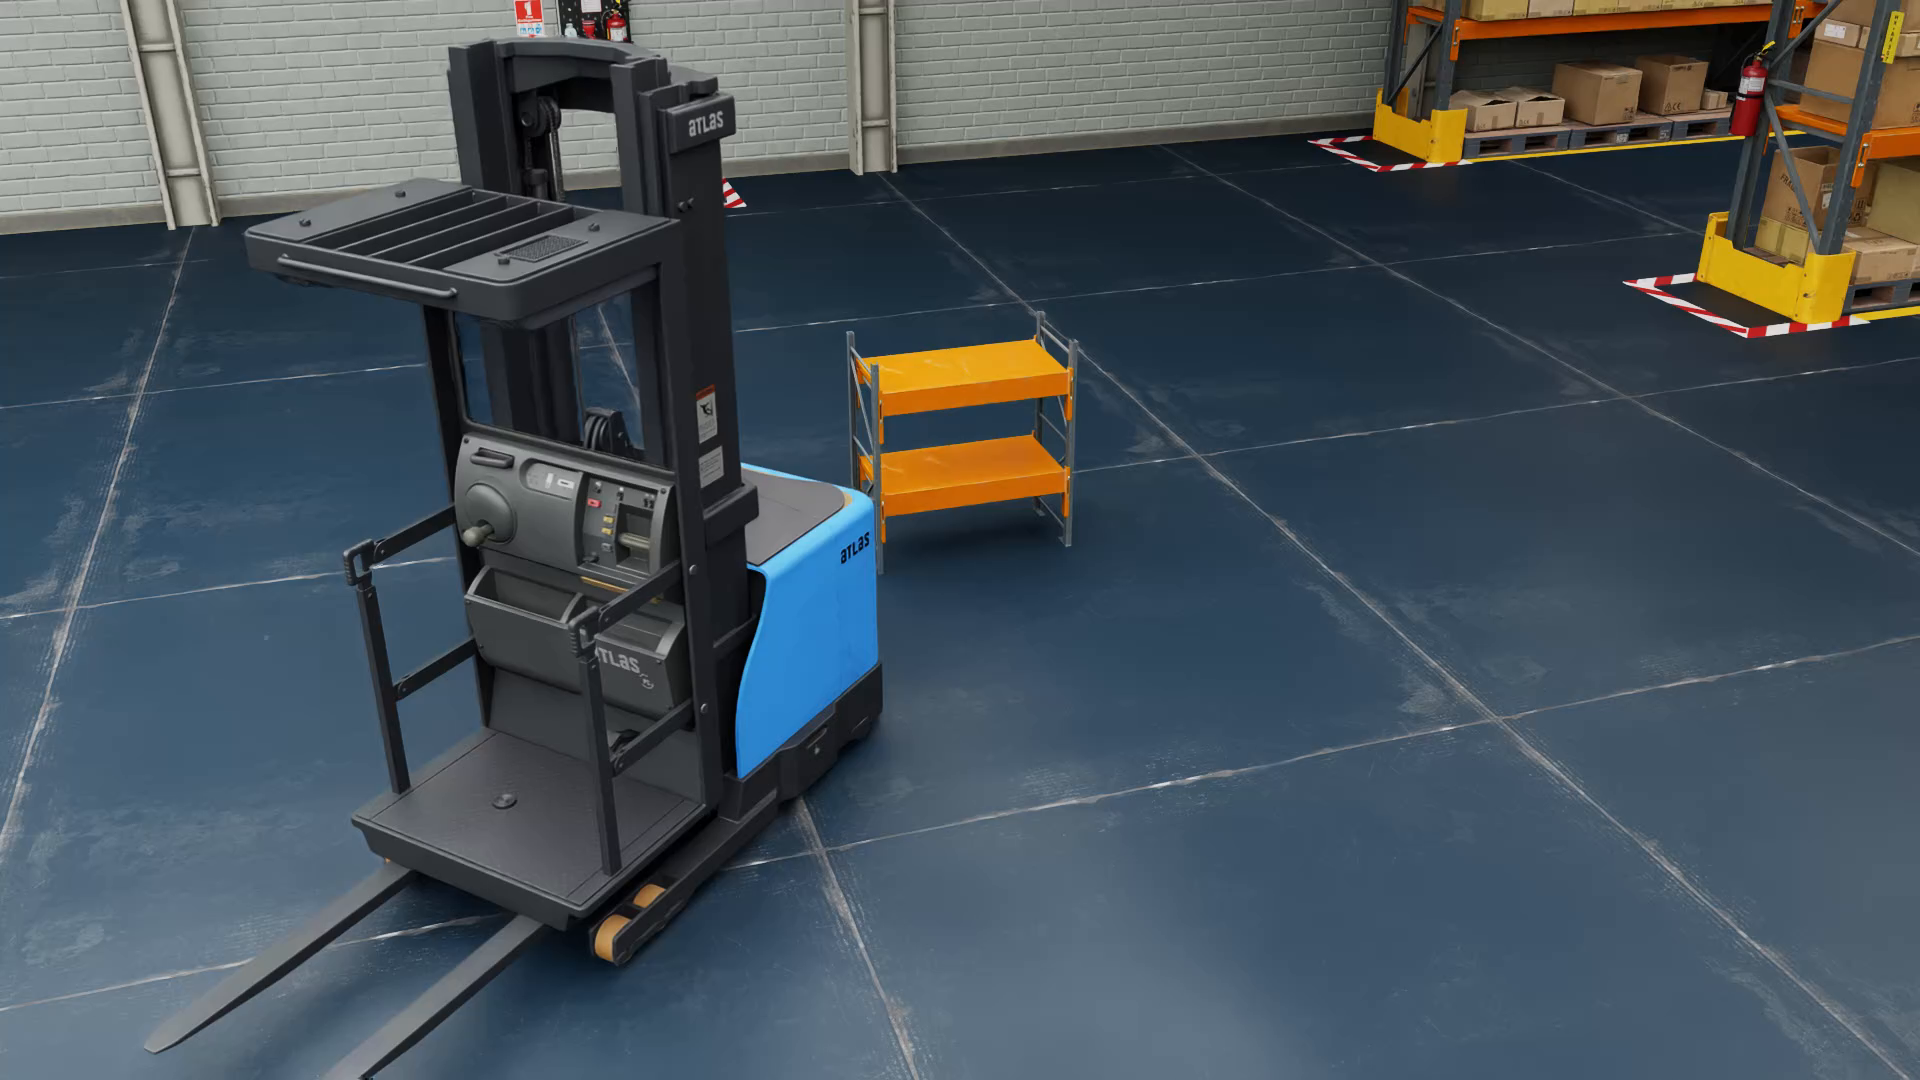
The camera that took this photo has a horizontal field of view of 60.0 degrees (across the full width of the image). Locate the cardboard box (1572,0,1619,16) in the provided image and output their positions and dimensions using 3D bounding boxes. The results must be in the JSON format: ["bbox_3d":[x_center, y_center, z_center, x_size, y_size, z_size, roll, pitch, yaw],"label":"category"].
[{"bbox_3d":[6.018,-5.260,16.119,0.500,0.250,0.500,-9,28,-17],"label":"cardboard box"}]

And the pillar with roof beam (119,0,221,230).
[{"bbox_3d":[-5.199,-4.917,8.534,0.400,9.000,9.100,-8,28,-16],"label":"pillar with roof beam"}]

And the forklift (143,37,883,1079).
[{"bbox_3d":[-1.487,-0.071,5.597,1.130,2.935,3.031,14,30,26],"label":"forklift"}]

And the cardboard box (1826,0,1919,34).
[{"bbox_3d":[6.516,-3.838,11.537,0.500,0.500,0.700,-8,28,-16],"label":"cardboard box"}]

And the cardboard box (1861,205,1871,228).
[{"bbox_3d":[6.908,-2.376,12.782,0.500,0.250,0.500,-8,28,-16],"label":"cardboard box"}]

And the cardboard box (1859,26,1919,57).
[{"bbox_3d":[6.458,-3.445,11.474,0.250,0.149,0.380,-8,28,-16],"label":"cardboard box"}]

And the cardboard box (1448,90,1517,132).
[{"bbox_3d":[5.166,-4.290,16.548,0.500,0.311,0.500,-12,29,-22],"label":"cardboard box"}]

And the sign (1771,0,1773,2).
[{"bbox_3d":[5.863,-4.002,11.870,0.005,0.325,0.100,-8,28,-16],"label":"sign"}]

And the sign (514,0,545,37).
[{"bbox_3d":[-3.746,-4.536,14.473,0.234,0.329,0.001,-8,28,-16],"label":"sign"}]

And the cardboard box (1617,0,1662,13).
[{"bbox_3d":[6.500,-5.329,16.257,0.500,0.250,0.500,-8,28,-16],"label":"cardboard box"}]

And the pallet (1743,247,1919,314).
[{"bbox_3d":[6.732,-2.021,12.582,1.213,0.211,1.003,-8,28,-16],"label":"pallet"}]

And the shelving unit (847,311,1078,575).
[{"bbox_3d":[0.006,-0.505,8.502,1.048,1.125,0.538,-8,28,-16],"label":"shelving unit"}]

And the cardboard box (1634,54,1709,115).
[{"bbox_3d":[7.309,-4.709,17.178,0.500,0.500,0.500,-10,28,-20],"label":"cardboard box"}]

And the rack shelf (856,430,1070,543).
[{"bbox_3d":[0.006,-0.286,8.610,1.000,0.278,0.538,-8,28,-16],"label":"rack shelf"}]

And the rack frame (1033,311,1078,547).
[{"bbox_3d":[0.490,-0.575,8.643,0.032,1.125,0.500,-8,28,-16],"label":"rack frame"}]

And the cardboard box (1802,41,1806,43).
[{"bbox_3d":[9.454,-5.069,17.904,0.500,0.500,0.700,-9,28,-17],"label":"cardboard box"}]

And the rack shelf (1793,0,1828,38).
[{"bbox_3d":[10.186,-5.744,17.757,4.000,0.370,1.077,-8,28,-16],"label":"rack shelf"}]

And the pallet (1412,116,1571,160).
[{"bbox_3d":[5.336,-4.099,16.769,1.213,0.211,1.003,-8,28,-16],"label":"pallet"}]

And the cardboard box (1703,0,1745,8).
[{"bbox_3d":[7.451,-5.474,16.550,0.500,0.250,0.500,-8,28,-16],"label":"cardboard box"}]

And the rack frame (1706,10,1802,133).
[{"bbox_3d":[8.284,-5.791,17.042,0.127,3.000,1.000,-8,28,-16],"label":"rack frame"}]

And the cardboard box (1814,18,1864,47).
[{"bbox_3d":[6.322,-3.615,11.816,0.250,0.149,0.380,-9,28,-17],"label":"cardboard box"}]

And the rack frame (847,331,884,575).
[{"bbox_3d":[-0.477,-0.435,8.361,0.032,1.125,0.500,-8,28,-16],"label":"rack frame"}]

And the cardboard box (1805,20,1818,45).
[{"bbox_3d":[9.396,-5.375,17.677,0.500,0.250,0.500,-9,28,-17],"label":"cardboard box"}]

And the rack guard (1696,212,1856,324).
[{"bbox_3d":[5.995,-2.024,12.264,0.348,0.500,1.175,-8,28,-16],"label":"rack guard"}]

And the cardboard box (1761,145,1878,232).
[{"bbox_3d":[6.436,-2.639,12.468,0.500,0.500,0.500,-8,28,-16],"label":"cardboard box"}]

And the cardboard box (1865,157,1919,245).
[{"bbox_3d":[7.072,-2.488,12.165,0.500,0.500,0.500,-8,28,-16],"label":"cardboard box"}]

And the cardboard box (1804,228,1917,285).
[{"bbox_3d":[6.597,-2.083,12.192,0.500,0.250,0.500,-8,28,-16],"label":"cardboard box"}]

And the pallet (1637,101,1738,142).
[{"bbox_3d":[7.656,-4.435,17.446,1.213,0.211,1.003,-8,28,-16],"label":"pallet"}]

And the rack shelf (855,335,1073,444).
[{"bbox_3d":[0.006,-0.767,8.372,1.000,0.278,0.538,-8,28,-16],"label":"rack shelf"}]

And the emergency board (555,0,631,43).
[{"bbox_3d":[-3.188,-4.552,14.546,0.643,1.169,0.194,-8,28,-16],"label":"emergency board"}]

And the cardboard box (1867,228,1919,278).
[{"bbox_3d":[7.071,-2.153,12.334,0.500,0.250,0.500,-8,28,-16],"label":"cardboard box"}]

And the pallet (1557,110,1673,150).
[{"bbox_3d":[6.494,-4.265,17.104,1.213,0.211,1.003,-8,28,-16],"label":"pallet"}]

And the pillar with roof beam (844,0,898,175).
[{"bbox_3d":[0.506,-5.743,10.199,0.400,9.000,9.100,-8,28,-16],"label":"pillar with roof beam"}]

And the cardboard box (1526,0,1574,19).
[{"bbox_3d":[5.532,-5.193,15.982,0.500,0.250,0.500,-9,28,-18],"label":"cardboard box"}]

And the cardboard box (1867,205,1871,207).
[{"bbox_3d":[7.383,-2.445,12.922,0.500,0.250,0.500,-8,28,-16],"label":"cardboard box"}]

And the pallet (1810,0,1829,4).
[{"bbox_3d":[9.056,-5.749,17.173,1.213,0.211,1.003,-8,28,-16],"label":"pallet"}]

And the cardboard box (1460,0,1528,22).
[{"bbox_3d":[5.043,-5.115,15.826,0.500,0.250,0.500,-9,28,-18],"label":"cardboard box"}]

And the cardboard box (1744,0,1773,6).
[{"bbox_3d":[7.927,-5.540,16.681,0.500,0.250,0.500,-8,28,-16],"label":"cardboard box"}]

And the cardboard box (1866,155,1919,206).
[{"bbox_3d":[7.382,-2.782,12.758,0.500,0.500,0.500,-8,28,-16],"label":"cardboard box"}]

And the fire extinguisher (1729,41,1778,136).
[{"bbox_3d":[5.762,-3.292,12.095,0.183,0.674,0.296,-8,28,-16],"label":"fire extinguisher"}]

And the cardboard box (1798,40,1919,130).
[{"bbox_3d":[6.466,-3.250,11.811,0.500,0.500,0.700,-8,28,-16],"label":"cardboard box"}]

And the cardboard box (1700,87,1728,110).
[{"bbox_3d":[7.784,-4.633,17.400,0.250,0.166,0.380,-12,29,-23],"label":"cardboard box"}]

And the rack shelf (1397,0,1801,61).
[{"bbox_3d":[6.382,-5.194,16.647,4.000,0.370,1.077,-8,28,-16],"label":"rack shelf"}]

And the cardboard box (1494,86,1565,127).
[{"bbox_3d":[5.708,-4.369,16.706,0.500,0.311,0.500,-6,27,-12],"label":"cardboard box"}]

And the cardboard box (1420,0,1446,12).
[{"bbox_3d":[4.865,-5.329,16.256,0.500,0.250,0.500,-8,27,-15],"label":"cardboard box"}]

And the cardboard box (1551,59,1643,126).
[{"bbox_3d":[6.421,-4.533,16.825,0.500,0.500,0.700,-10,28,-19],"label":"cardboard box"}]

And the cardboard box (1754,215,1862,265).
[{"bbox_3d":[6.437,-2.302,12.633,0.500,0.250,0.500,-8,28,-16],"label":"cardboard box"}]

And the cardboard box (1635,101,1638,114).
[{"bbox_3d":[6.757,-4.500,17.151,0.250,0.149,0.380,-11,28,-20],"label":"cardboard box"}]

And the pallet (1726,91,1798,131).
[{"bbox_3d":[9.024,-4.650,17.879,1.213,0.211,1.003,-8,28,-16],"label":"pallet"}]

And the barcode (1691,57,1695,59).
[{"bbox_3d":[7.696,-5.039,17.483,0.075,0.075,0.001,-8,28,-16],"label":"barcode"}]

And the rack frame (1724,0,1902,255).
[{"bbox_3d":[6.018,-3.146,11.715,0.127,3.000,1.000,-8,28,-16],"label":"rack frame"}]

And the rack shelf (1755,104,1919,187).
[{"bbox_3d":[7.920,-3.100,12.429,4.000,0.370,1.077,-8,28,-16],"label":"rack shelf"}]

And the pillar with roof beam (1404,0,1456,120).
[{"bbox_3d":[6.211,-6.569,11.863,0.400,9.000,9.100,-8,28,-16],"label":"pillar with roof beam"}]

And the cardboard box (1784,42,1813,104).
[{"bbox_3d":[8.979,-4.977,17.718,0.500,0.500,0.700,-7,27,-14],"label":"cardboard box"}]

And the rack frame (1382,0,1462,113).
[{"bbox_3d":[4.481,-5.240,15.932,0.127,3.000,1.000,-8,28,-16],"label":"rack frame"}]

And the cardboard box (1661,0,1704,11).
[{"bbox_3d":[6.978,-5.399,16.397,0.500,0.250,0.500,-8,28,-16],"label":"cardboard box"}]

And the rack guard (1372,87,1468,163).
[{"bbox_3d":[4.553,-4.131,16.509,0.348,0.500,1.175,-8,28,-16],"label":"rack guard"}]

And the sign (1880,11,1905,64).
[{"bbox_3d":[6.184,-3.334,11.030,0.005,0.325,0.100,-8,28,-16],"label":"sign"}]
